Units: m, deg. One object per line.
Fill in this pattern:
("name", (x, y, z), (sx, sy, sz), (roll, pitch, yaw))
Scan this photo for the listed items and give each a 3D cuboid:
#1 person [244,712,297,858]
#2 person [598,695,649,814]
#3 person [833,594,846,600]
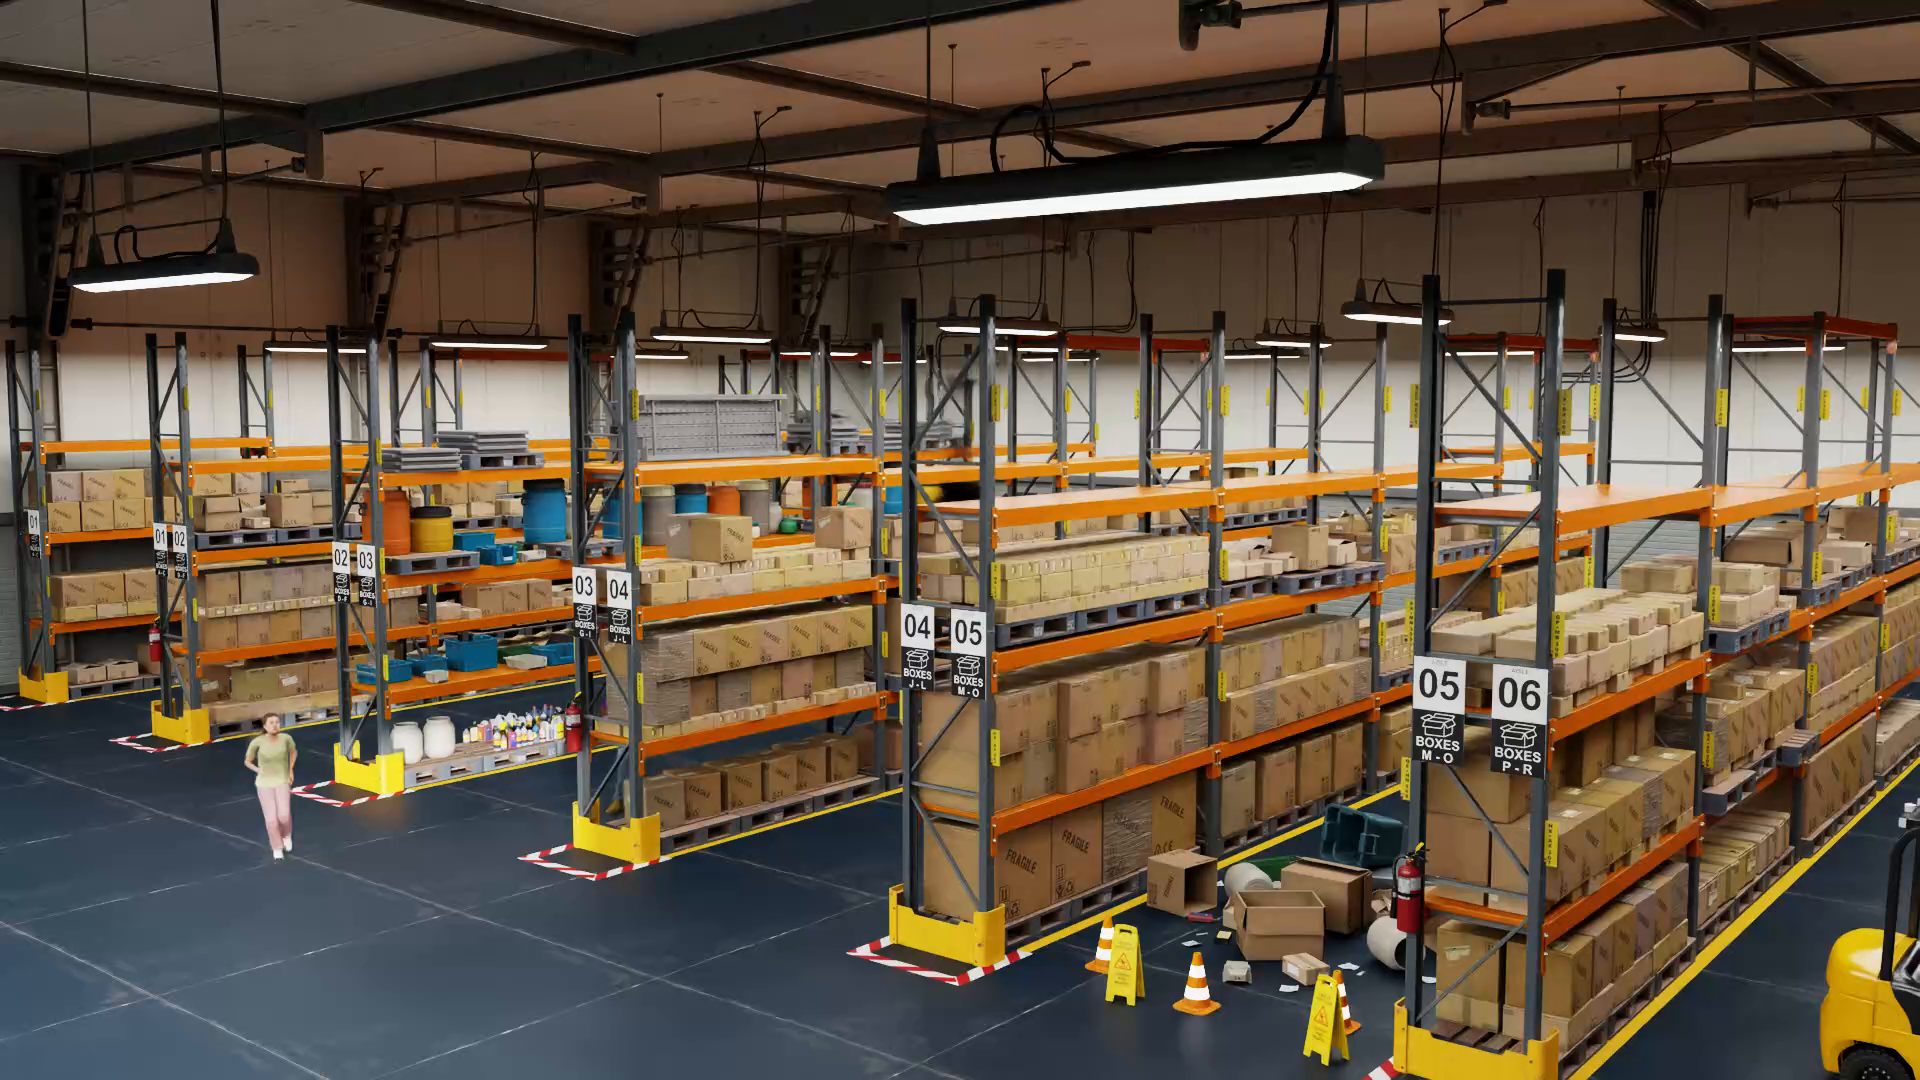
("person", (-7.545, 2.705, 18.272), (0.560, 1.637, 0.538), (-3, 6, -29))
("person", (-4.113, 2.413, 20.610), (0.681, 1.804, 0.897), (3, 6, 33))
("person", (-2.269, 1.420, 31.980), (0.655, 1.774, 0.792), (4, 7, 38))
